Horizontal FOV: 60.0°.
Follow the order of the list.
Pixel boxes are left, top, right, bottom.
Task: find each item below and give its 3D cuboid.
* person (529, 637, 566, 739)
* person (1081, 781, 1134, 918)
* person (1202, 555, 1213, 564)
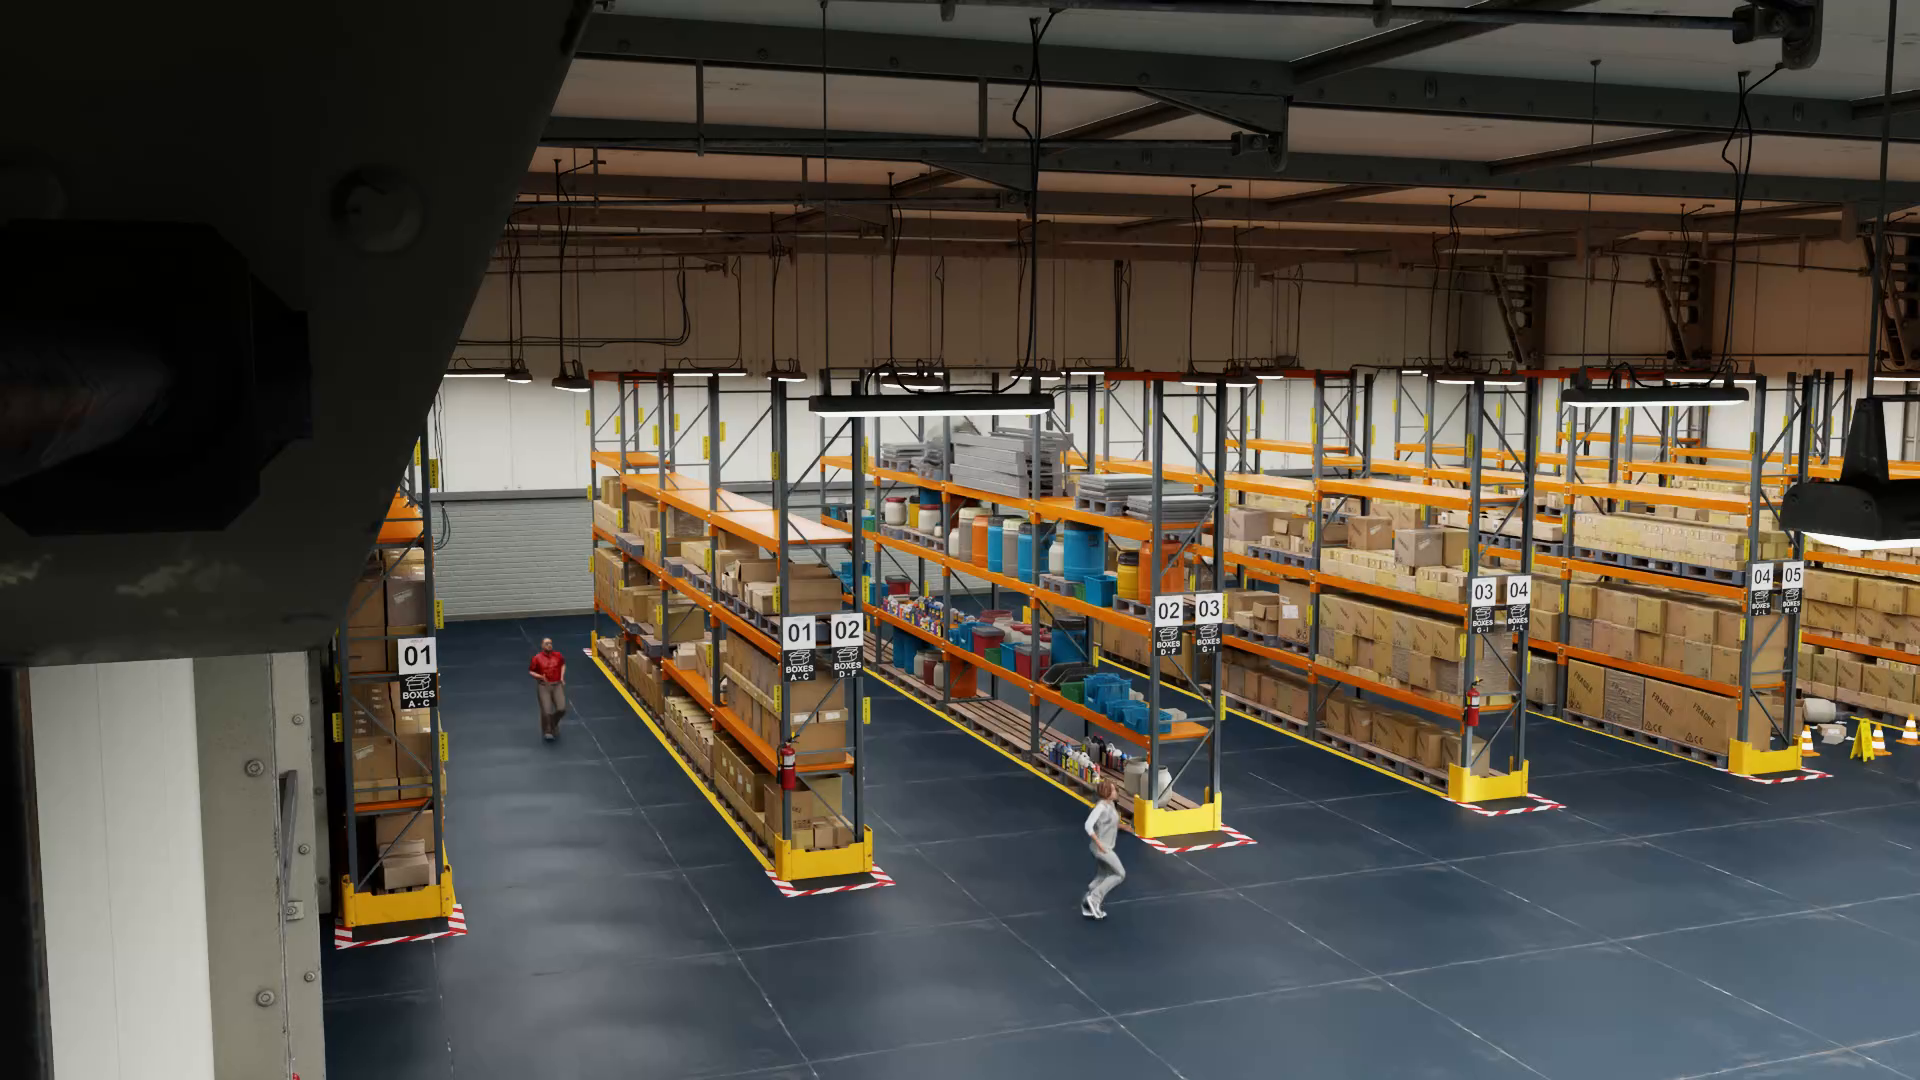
[{"bbox_3d":[-6.709,2.445,27.283,0.650,1.688,0.601,-4,7,-31],"label":"person"},{"bbox_3d":[1.657,3.475,18.670,0.585,1.554,0.517,1,6,9],"label":"person"},{"bbox_3d":[6.014,0.922,40.930,0.928,1.801,0.746,-6,8,-41],"label":"person"}]
